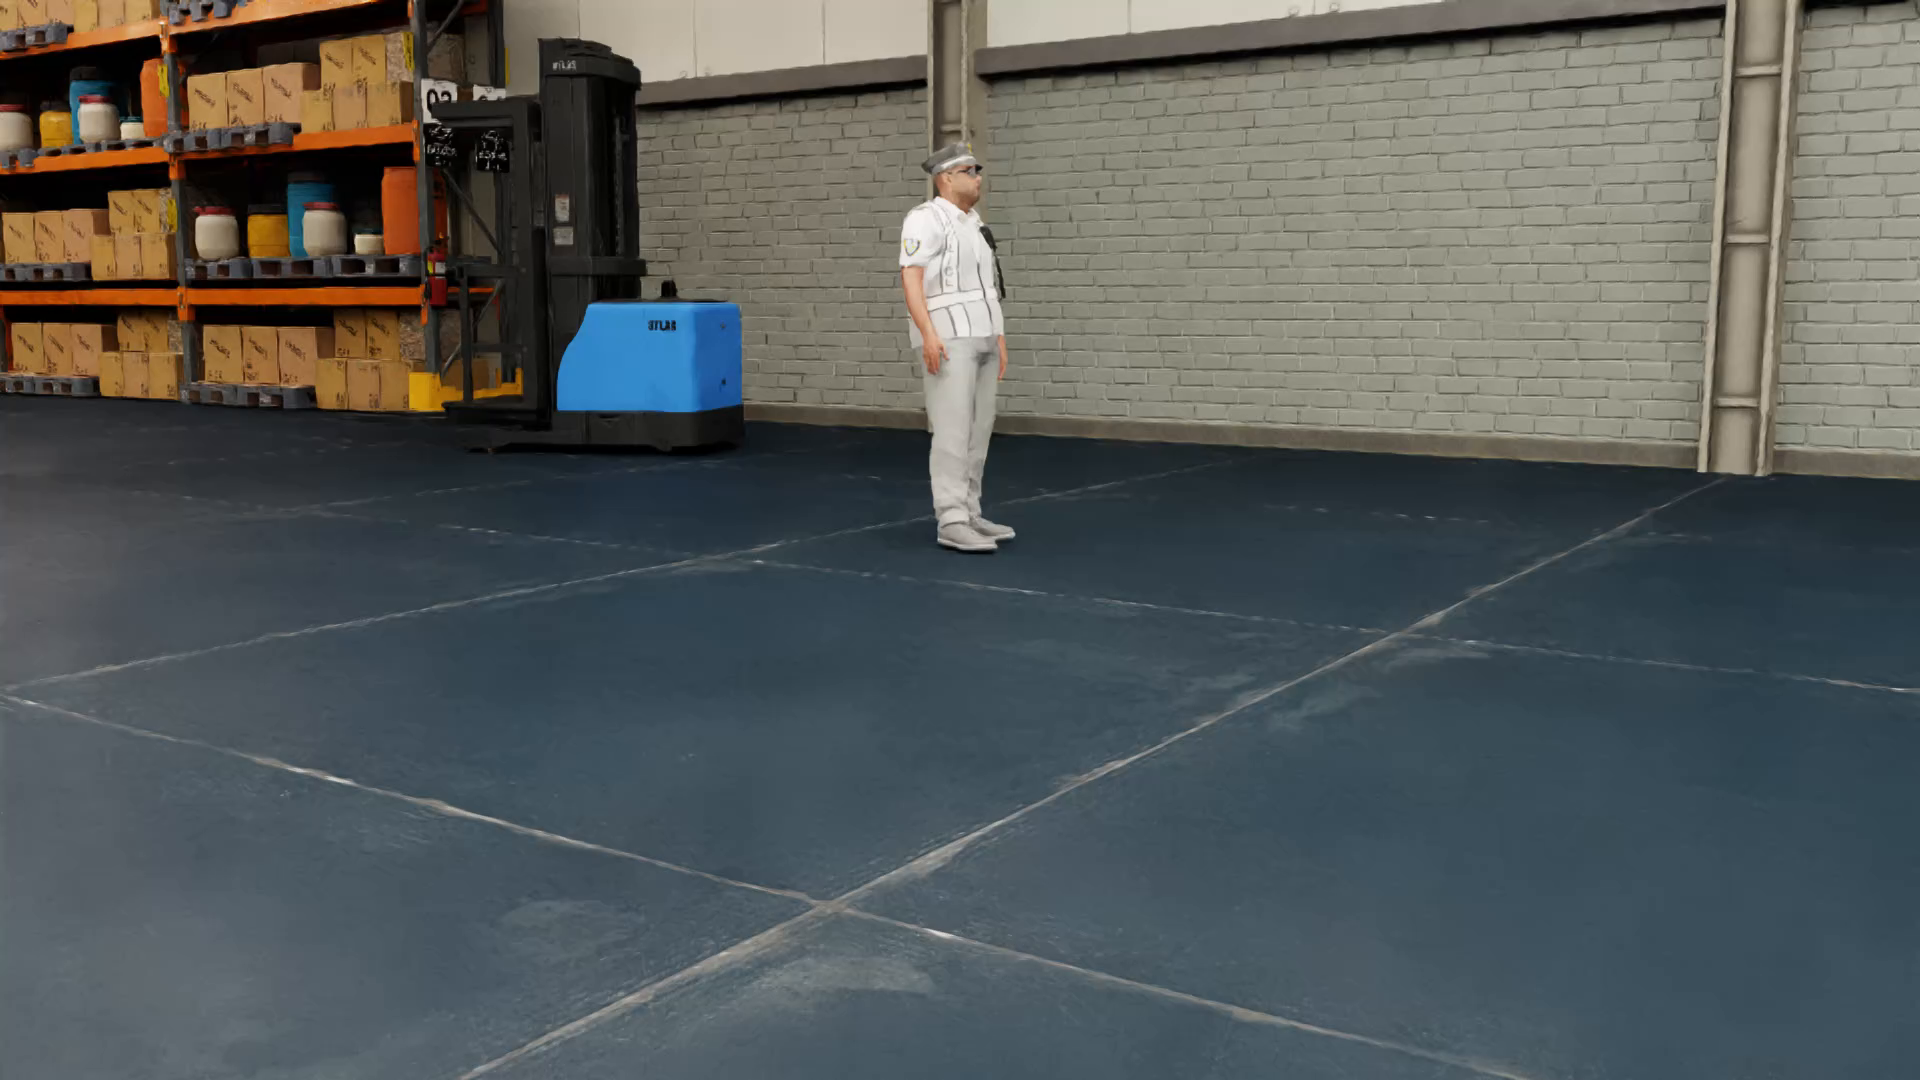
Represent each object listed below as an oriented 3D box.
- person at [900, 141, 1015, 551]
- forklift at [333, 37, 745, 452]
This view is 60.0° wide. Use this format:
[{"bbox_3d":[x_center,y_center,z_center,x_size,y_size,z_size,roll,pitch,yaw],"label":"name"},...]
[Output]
[{"bbox_3d":[0.058,-0.883,7.424,0.574,1.781,0.640,5,10,34],"label":"person"},{"bbox_3d":[-3.216,-2.165,12.416,3.031,2.935,1.130,2,8,14],"label":"forklift"}]
